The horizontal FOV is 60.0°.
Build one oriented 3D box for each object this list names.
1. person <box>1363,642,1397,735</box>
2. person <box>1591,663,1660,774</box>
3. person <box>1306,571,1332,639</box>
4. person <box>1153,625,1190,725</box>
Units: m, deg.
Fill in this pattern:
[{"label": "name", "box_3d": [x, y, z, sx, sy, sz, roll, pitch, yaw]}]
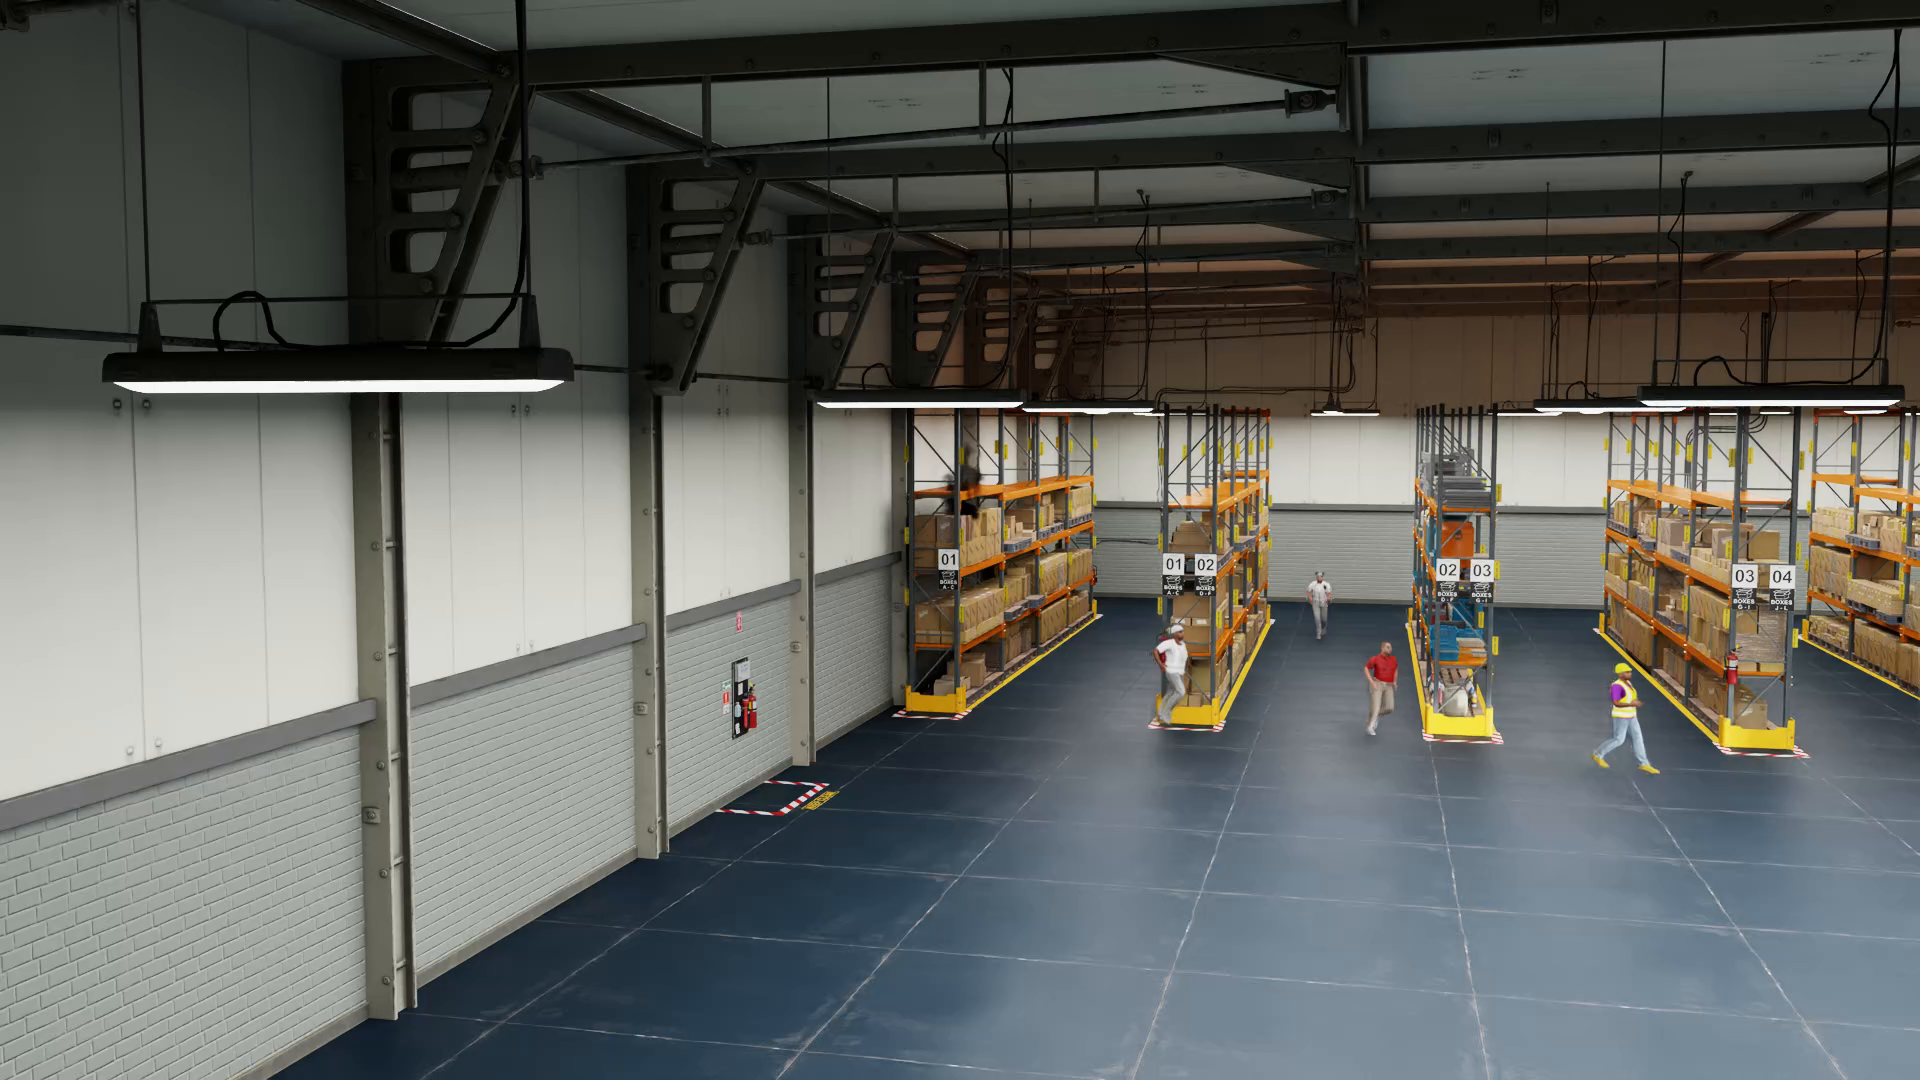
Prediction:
[{"label": "person", "box_3d": [7.709, 2.697, 30.317, 0.716, 1.679, 0.544, -1, 4, -15]}, {"label": "person", "box_3d": [10.774, 2.860, 26.876, 1.036, 1.738, 0.709, 4, 6, 45]}, {"label": "person", "box_3d": [9.398, 1.682, 43.524, 0.675, 1.764, 0.729, 1, 4, 11]}, {"label": "person", "box_3d": [3.869, 2.415, 29.870, 0.570, 1.774, 0.699, 3, 5, 37]}]
